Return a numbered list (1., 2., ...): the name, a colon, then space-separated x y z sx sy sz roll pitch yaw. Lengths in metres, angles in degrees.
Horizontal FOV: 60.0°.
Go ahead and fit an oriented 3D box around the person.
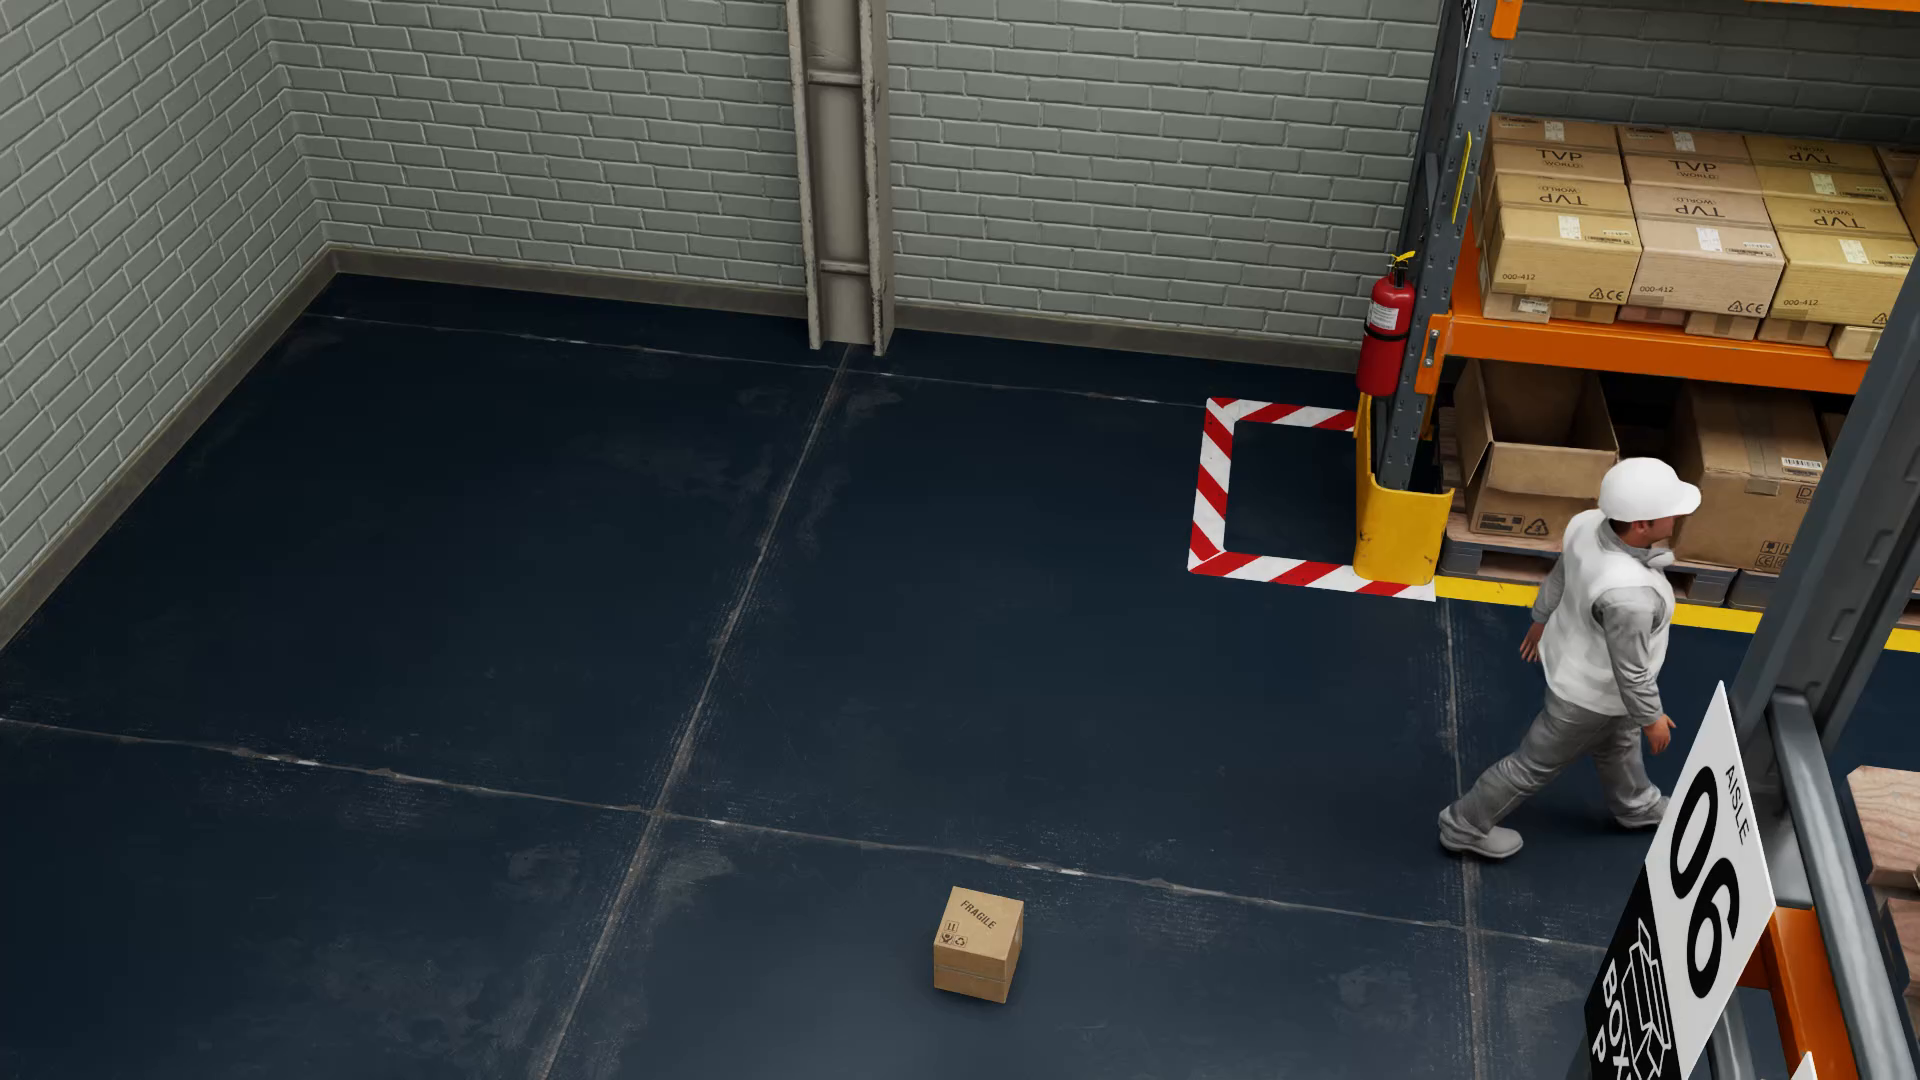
1. person: 2.233 0.446 5.584 0.965 1.723 0.569 5 40 5
